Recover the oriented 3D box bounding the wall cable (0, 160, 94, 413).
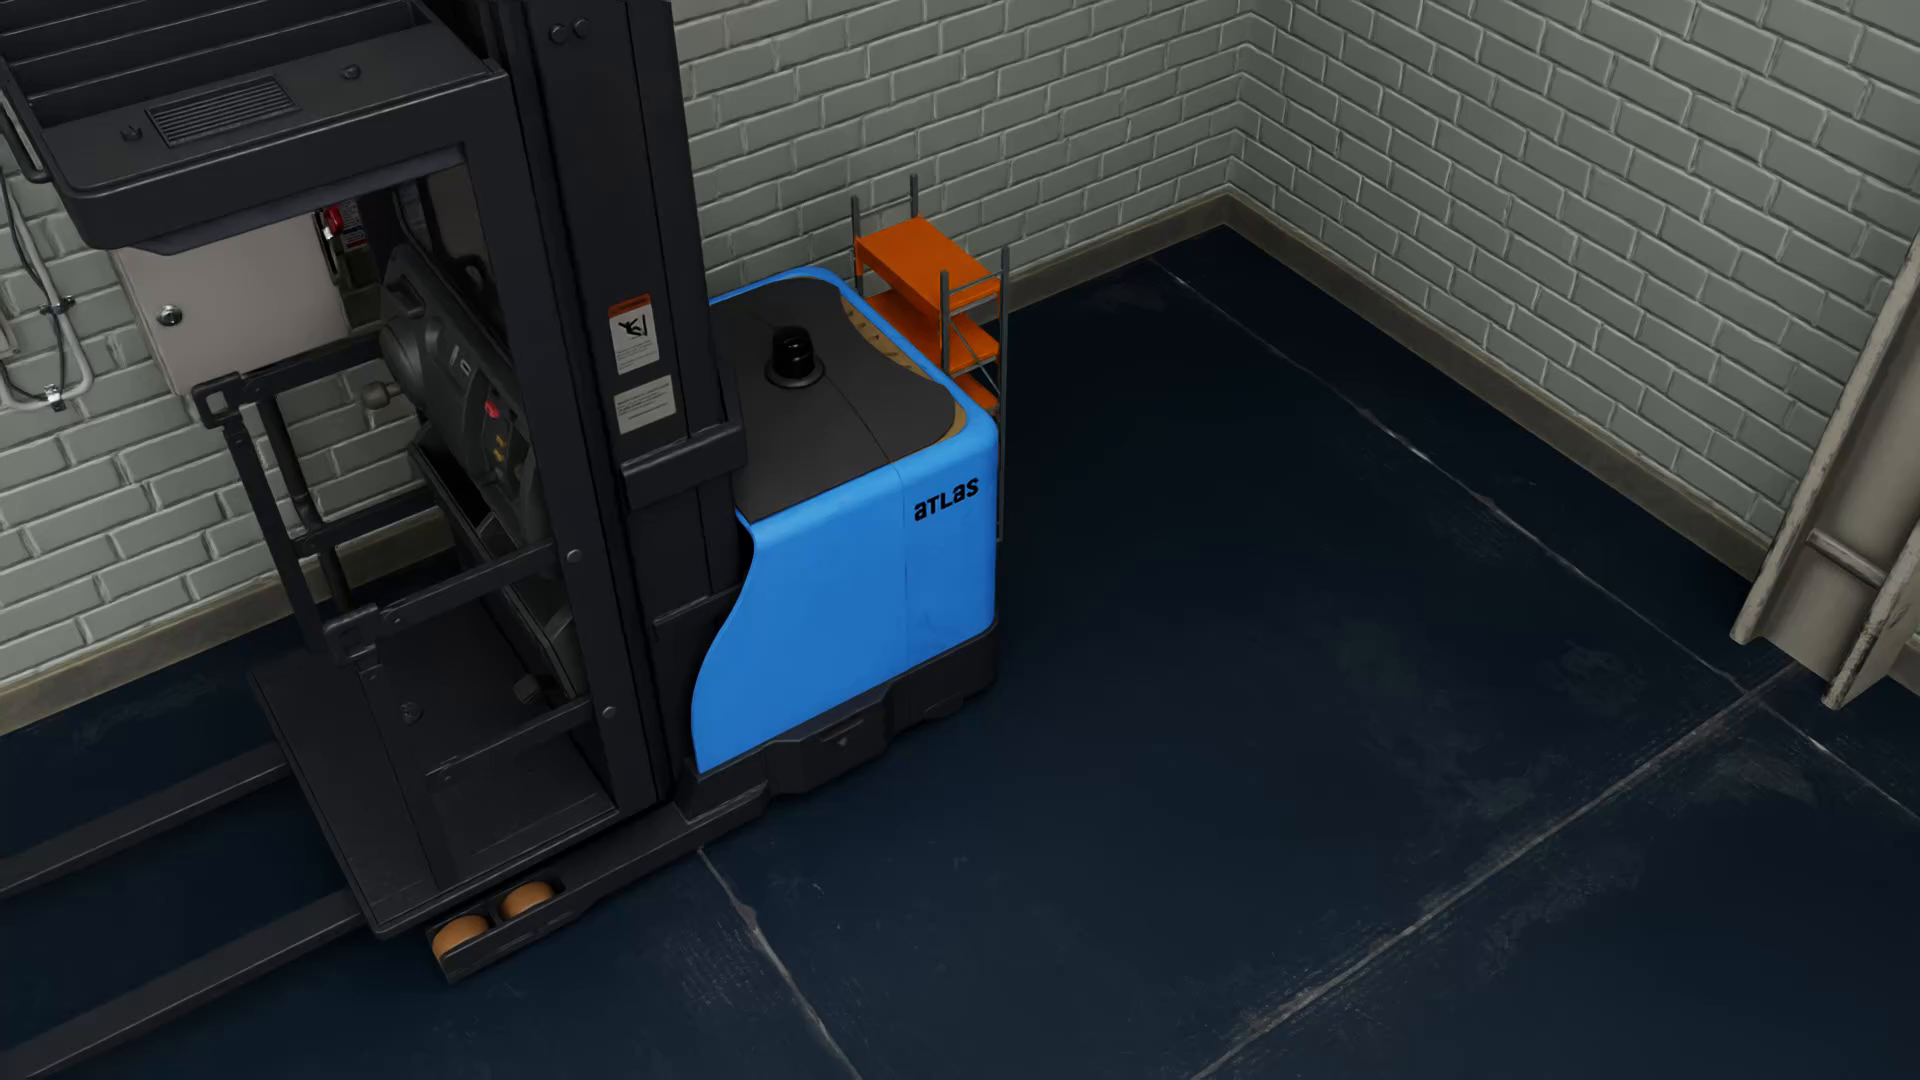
[{"bbox_3d":[-2.610,-0.995,3.885,0.588,1.984,0.122,-26,49,-24],"label":"wall cable"}]

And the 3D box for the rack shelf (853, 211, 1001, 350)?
[{"bbox_3d":[-0.095,-0.812,5.163,0.258,0.148,0.480,-26,49,-24],"label":"rack shelf"}]

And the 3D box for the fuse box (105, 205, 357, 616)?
[{"bbox_3d":[-1.960,-0.342,4.869,0.539,1.711,0.414,-26,49,-24],"label":"fuse box"}]

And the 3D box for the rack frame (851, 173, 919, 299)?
[{"bbox_3d":[-0.234,-0.666,5.579,0.240,1.200,0.015,-26,49,-24],"label":"rack frame"}]

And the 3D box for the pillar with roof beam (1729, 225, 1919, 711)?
[{"bbox_3d":[-0.787,-1.192,0.482,9.100,9.000,0.400,-26,49,-24],"label":"pillar with roof beam"}]

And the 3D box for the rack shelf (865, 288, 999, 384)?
[{"bbox_3d":[-0.095,-0.641,5.326,0.258,0.148,0.480,-26,49,-24],"label":"rack shelf"}]

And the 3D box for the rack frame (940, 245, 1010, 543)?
[{"bbox_3d":[0.045,-0.390,5.289,0.240,1.200,0.015,-26,49,-24],"label":"rack frame"}]

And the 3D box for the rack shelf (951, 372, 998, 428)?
[{"bbox_3d":[-0.095,-0.479,5.480,0.258,0.148,0.480,-26,49,-24],"label":"rack shelf"}]

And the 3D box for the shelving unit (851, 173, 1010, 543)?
[{"bbox_3d":[-0.095,-0.528,5.434,0.258,1.200,0.503,-26,49,-24],"label":"shelving unit"}]

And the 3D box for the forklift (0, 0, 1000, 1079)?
[{"bbox_3d":[-1.384,-0.299,3.941,3.031,2.935,1.130,-25,49,-24],"label":"forklift"}]

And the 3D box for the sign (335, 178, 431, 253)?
[{"bbox_3d":[-1.674,-1.086,4.784,0.329,0.494,0.001,-26,49,-24],"label":"sign"}]
